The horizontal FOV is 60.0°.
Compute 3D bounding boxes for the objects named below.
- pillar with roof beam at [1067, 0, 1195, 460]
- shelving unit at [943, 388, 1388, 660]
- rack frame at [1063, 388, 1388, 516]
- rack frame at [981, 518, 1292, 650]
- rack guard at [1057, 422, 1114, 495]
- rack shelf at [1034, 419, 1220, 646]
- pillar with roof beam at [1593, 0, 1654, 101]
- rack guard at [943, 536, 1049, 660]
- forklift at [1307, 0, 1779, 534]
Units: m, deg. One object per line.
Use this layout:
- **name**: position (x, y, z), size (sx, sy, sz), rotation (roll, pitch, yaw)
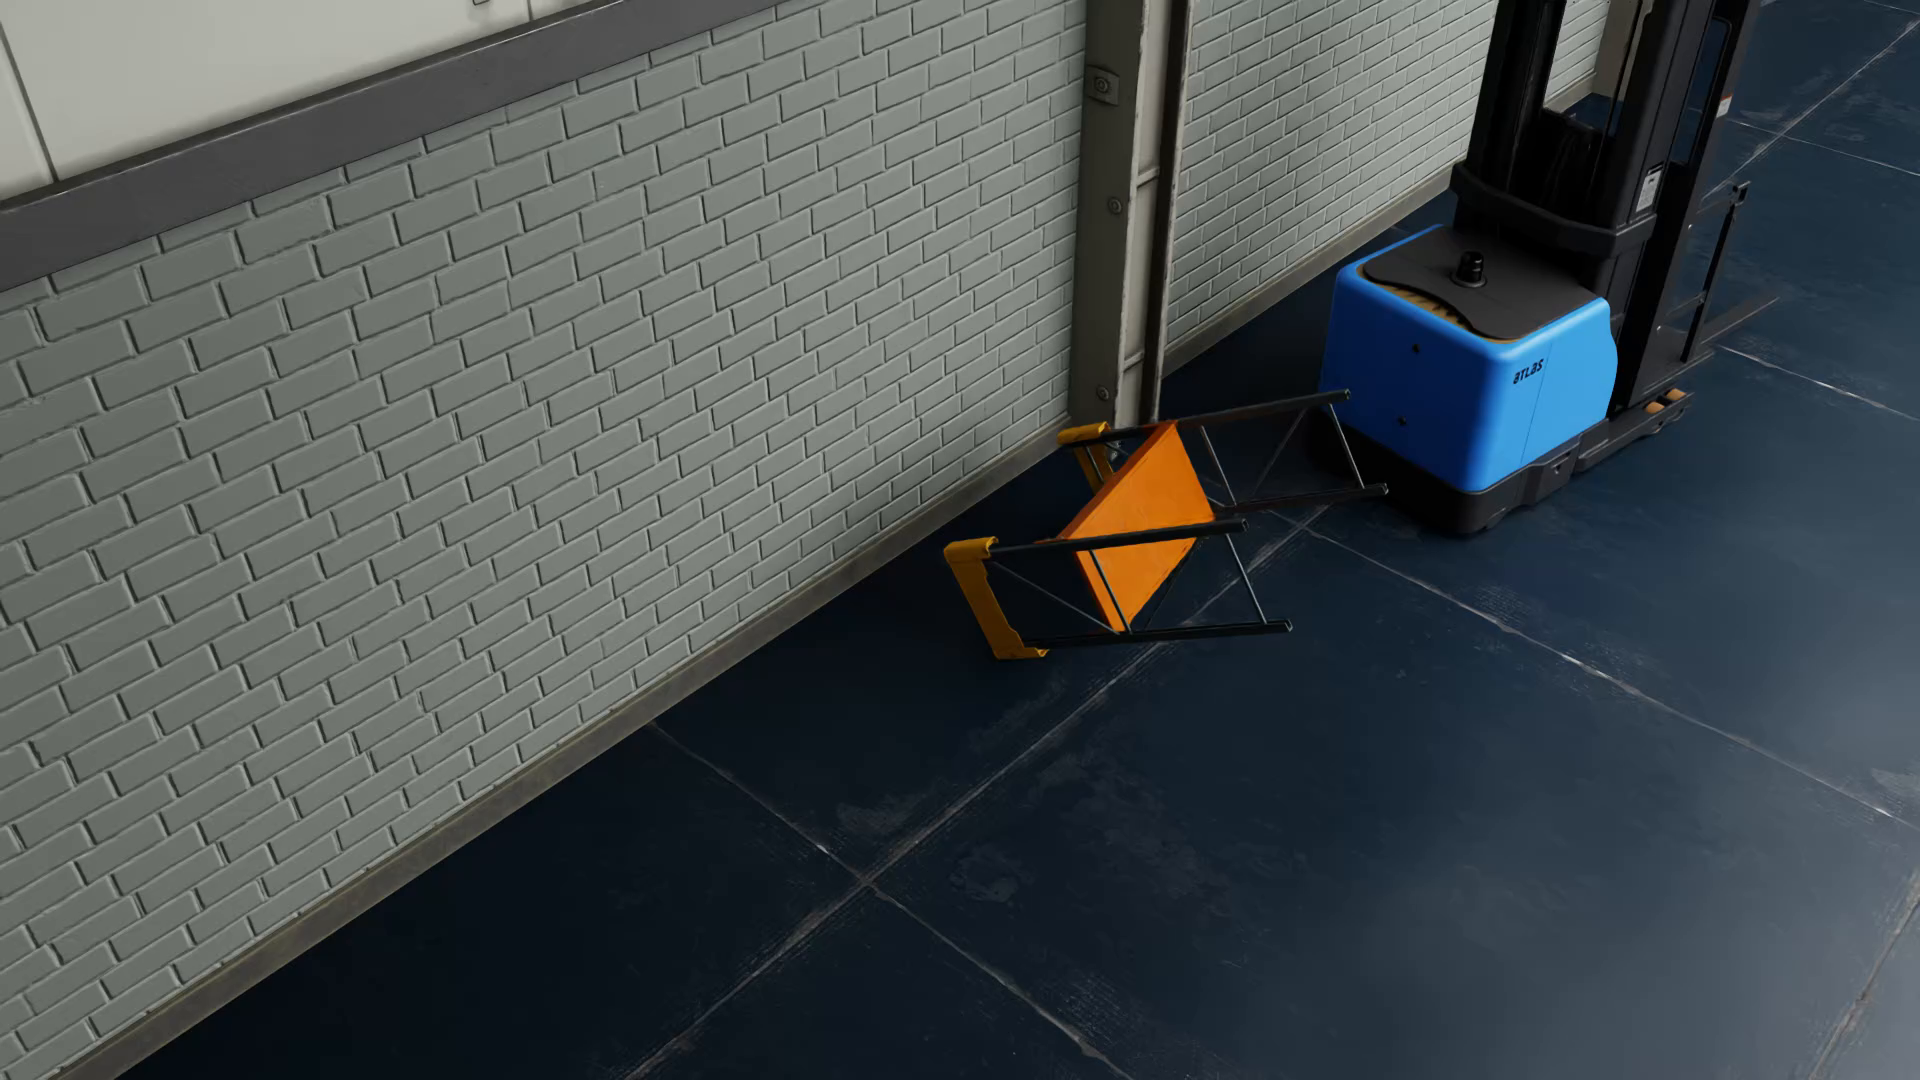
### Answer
- **pillar with roof beam**: position (3.974, -2.276, 3.666), size (9.100, 9.000, 0.400), rotation (30, 47, 32)
- **shelving unit**: position (0.882, -0.069, 7.108), size (1.500, 0.587, 1.083), rotation (-8, 27, 42)
- **rack frame**: position (1.147, -0.336, 7.437), size (1.500, 0.500, 0.032), rotation (-8, 27, 42)
- **rack frame**: position (0.607, 0.207, 6.768), size (1.500, 0.500, 0.032), rotation (-8, 27, 42)
- **rack guard**: position (0.687, -0.274, 7.856), size (0.250, 0.587, 0.087), rotation (-8, 27, 42)
- **rack shelf**: position (0.745, -0.047, 7.223), size (0.185, 0.538, 1.000), rotation (-8, 27, 42)
- **pillar with roof beam**: position (8.022, -5.033, 7.133), size (9.100, 9.000, 0.400), rotation (30, 47, 32)
- **rack guard**: position (0.158, 0.257, 7.200), size (0.250, 0.587, 0.087), rotation (-8, 27, 42)
- **forklift**: position (3.254, -1.937, 8.114), size (3.031, 2.935, 1.130), rotation (-26, 45, -29)
